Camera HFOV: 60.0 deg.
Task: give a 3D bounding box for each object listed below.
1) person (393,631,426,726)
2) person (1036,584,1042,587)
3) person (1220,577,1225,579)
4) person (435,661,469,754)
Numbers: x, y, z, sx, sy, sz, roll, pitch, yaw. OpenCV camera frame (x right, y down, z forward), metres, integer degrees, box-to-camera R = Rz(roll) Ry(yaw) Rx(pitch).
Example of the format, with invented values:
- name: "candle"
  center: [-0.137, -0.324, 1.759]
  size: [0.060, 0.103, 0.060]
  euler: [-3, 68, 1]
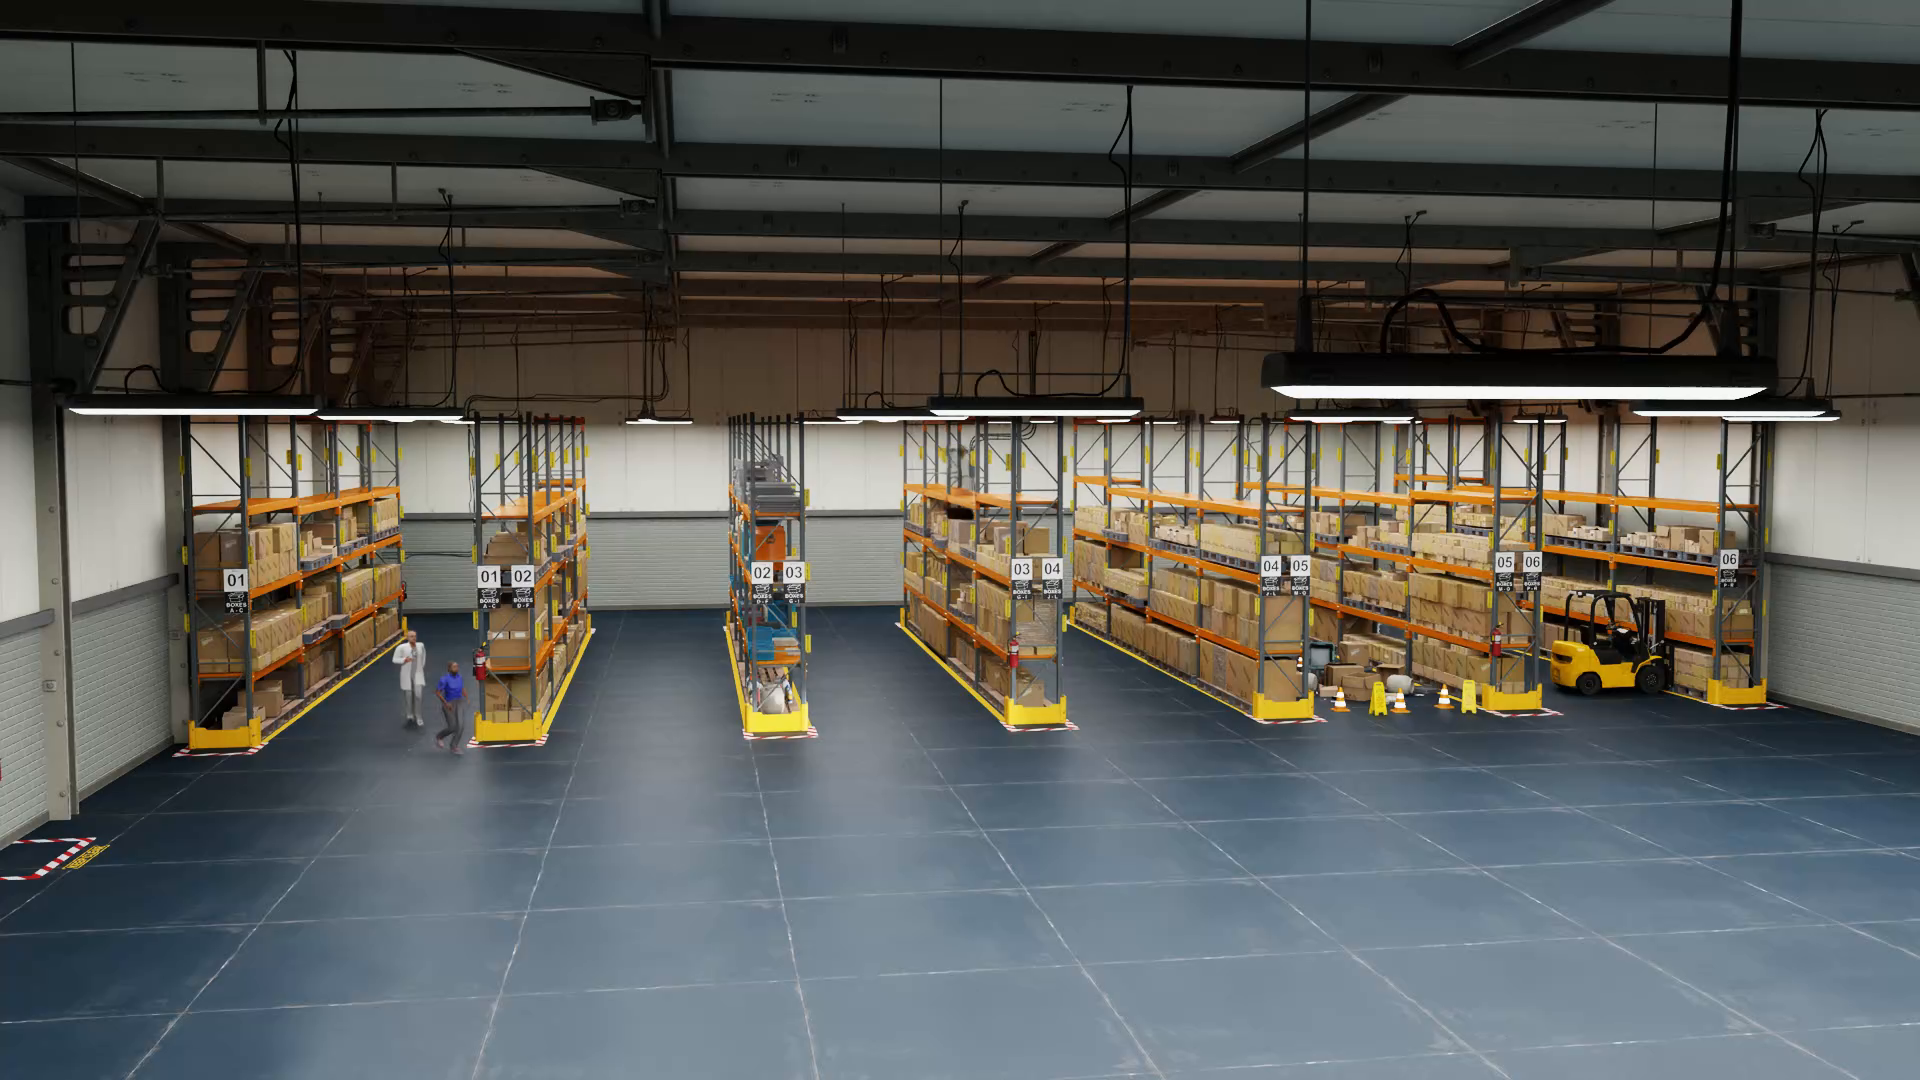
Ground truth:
- name: "person"
  center: [-10.601, 2.667, 32.071]
  size: [0.668, 1.855, 0.861]
  euler: [-2, 4, -29]
- name: "person"
  center: [2.268, 1.552, 48.393]
  size: [0.704, 1.854, 0.809]
  euler: [1, 4, 11]
- name: "person"
  center: [7.041, 1.869, 44.407]
  size: [0.552, 1.730, 0.795]
  euler: [-1, 4, -17]
- name: "person"
  center: [-8.957, 2.931, 29.289]
  size: [0.556, 1.634, 0.597]
  euler: [3, 5, 33]
